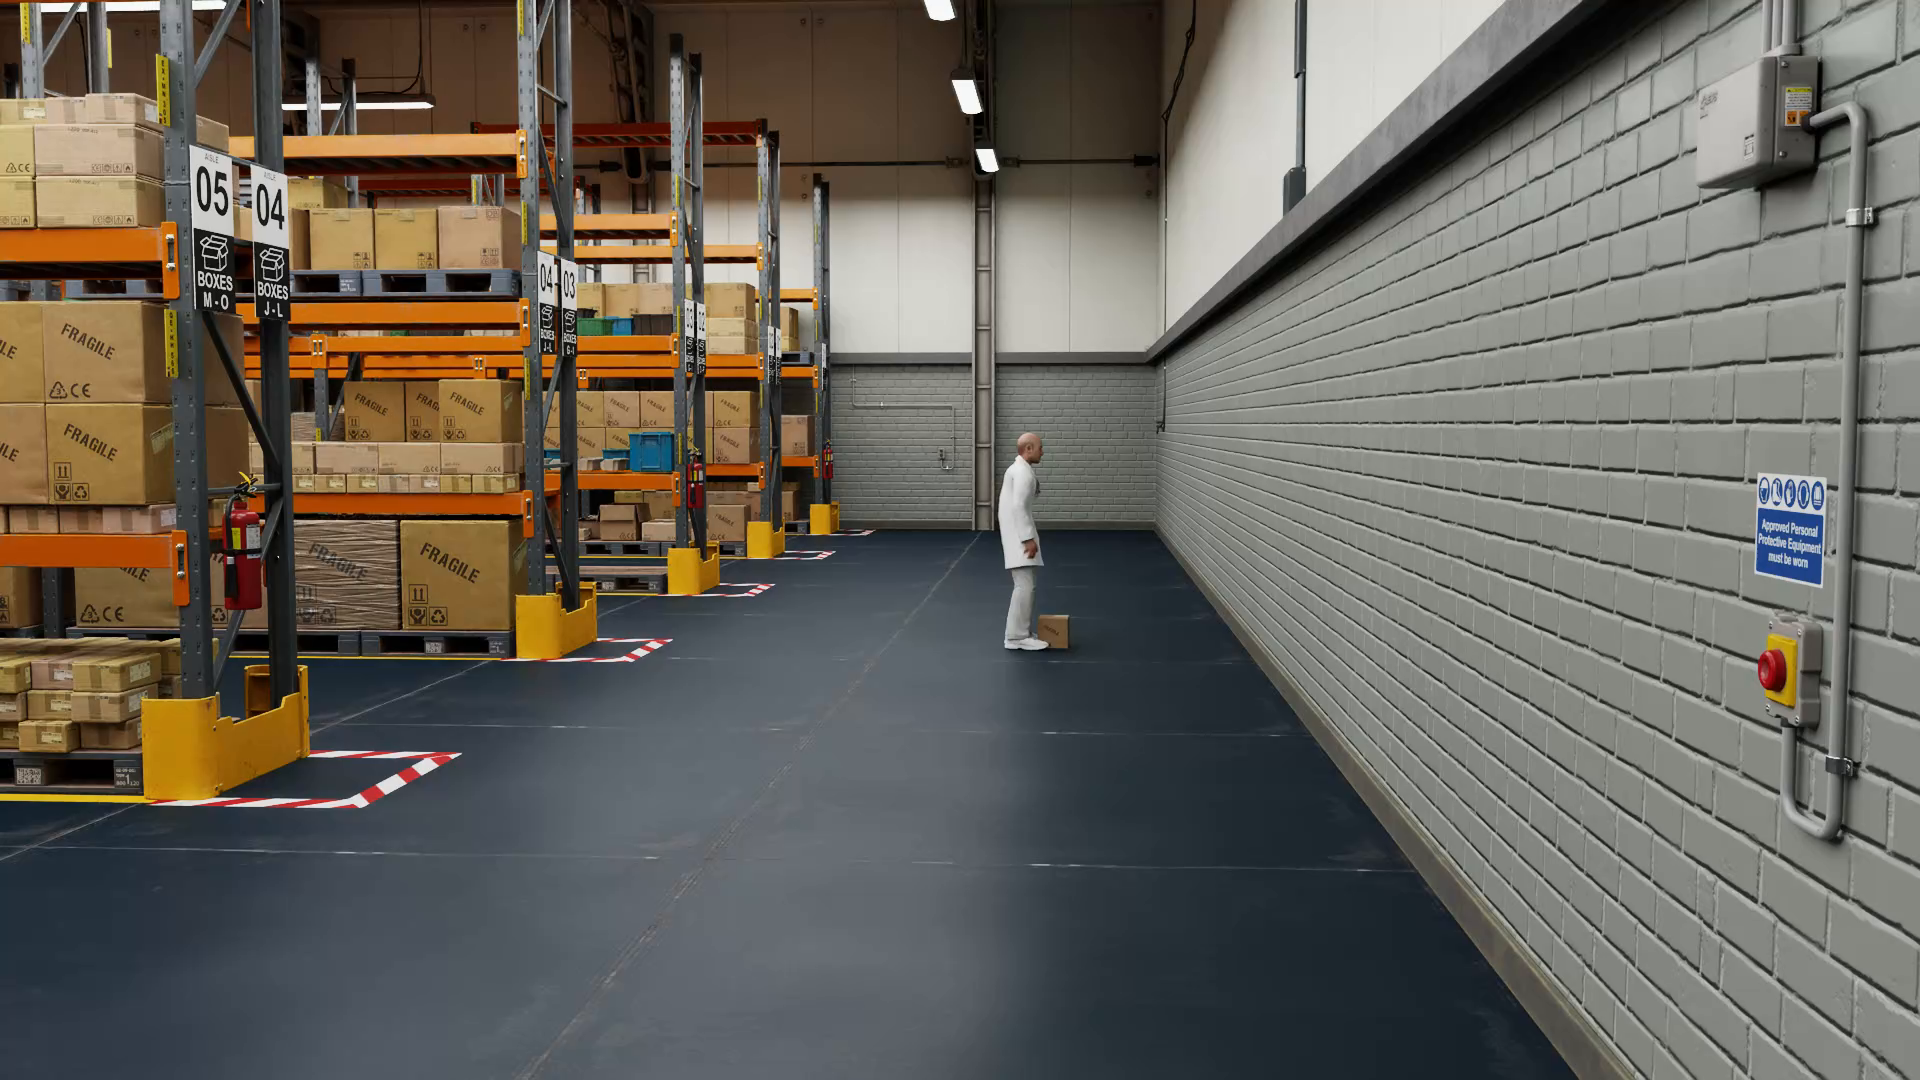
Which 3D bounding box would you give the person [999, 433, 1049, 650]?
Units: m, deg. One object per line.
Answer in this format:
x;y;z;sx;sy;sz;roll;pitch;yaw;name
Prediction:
0.531;0.000;13.813;0.421;1.774;0.654;0;4;1;person
